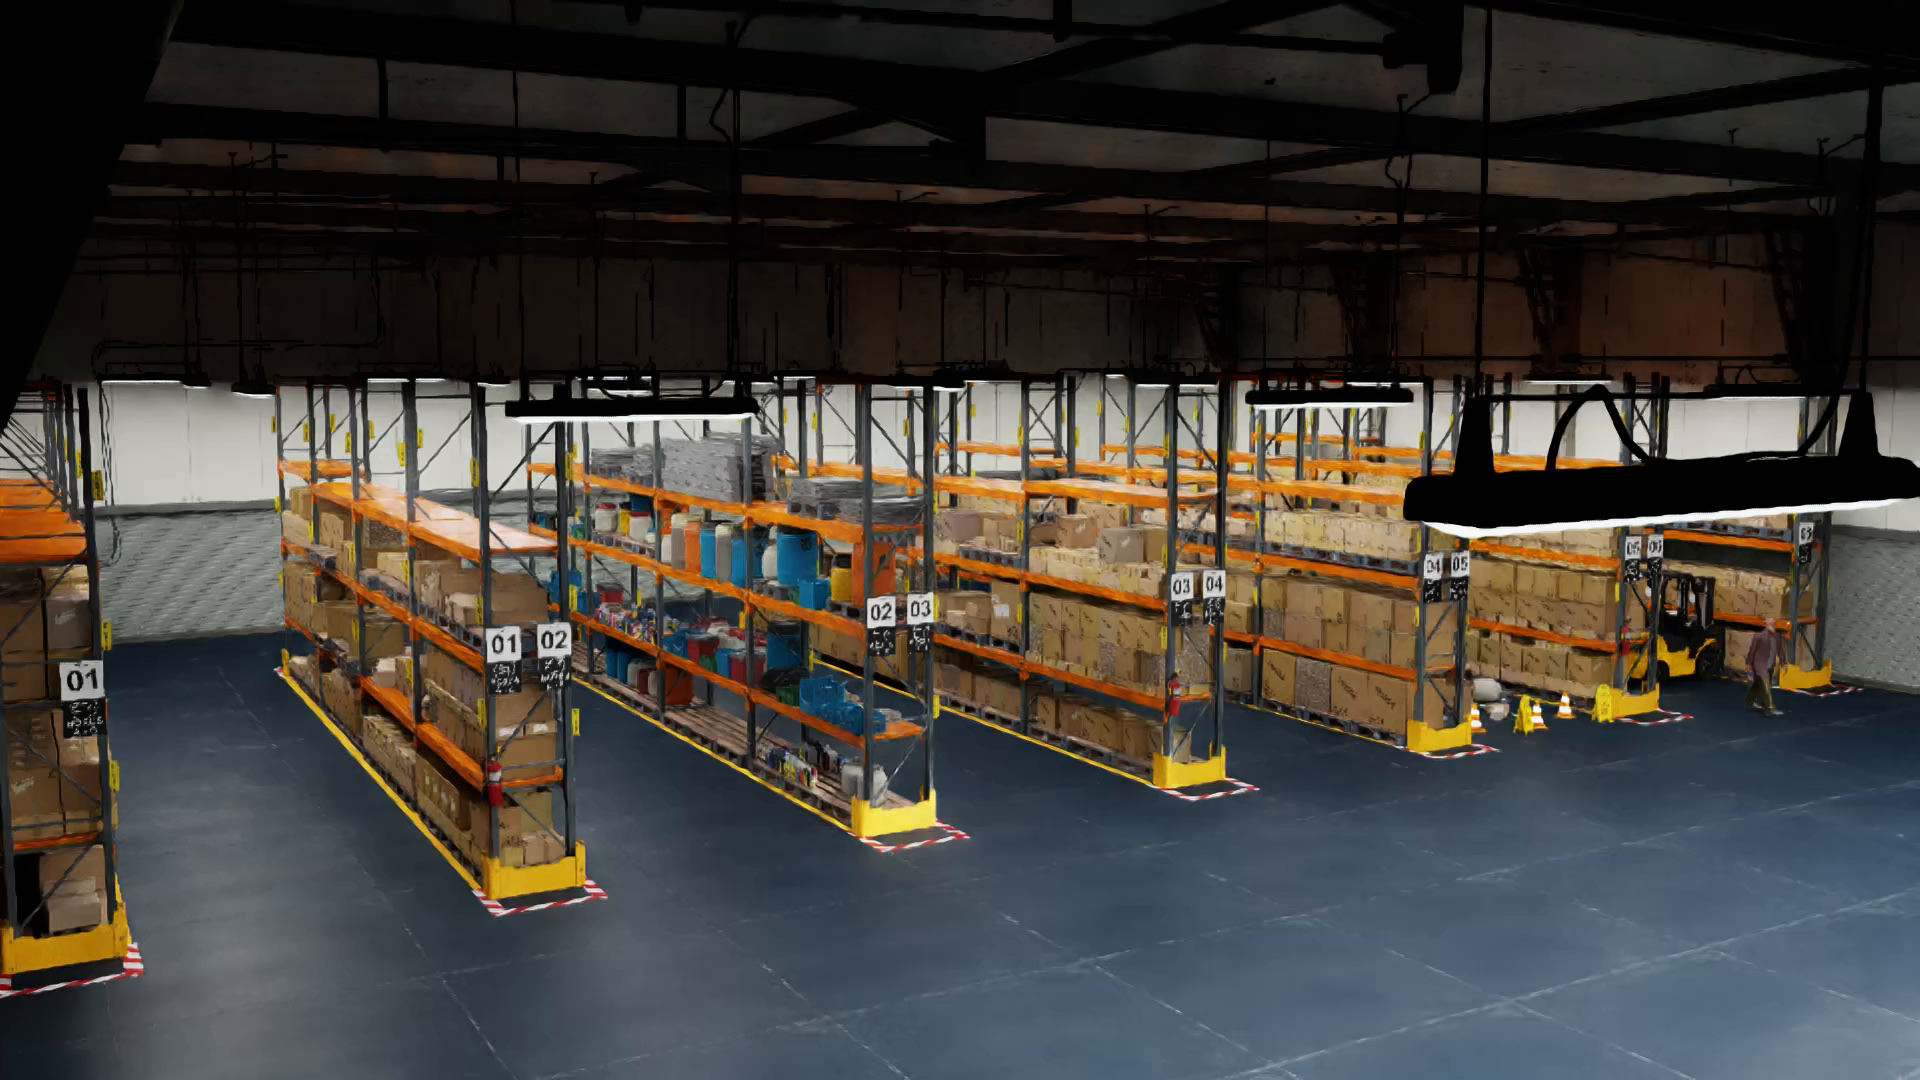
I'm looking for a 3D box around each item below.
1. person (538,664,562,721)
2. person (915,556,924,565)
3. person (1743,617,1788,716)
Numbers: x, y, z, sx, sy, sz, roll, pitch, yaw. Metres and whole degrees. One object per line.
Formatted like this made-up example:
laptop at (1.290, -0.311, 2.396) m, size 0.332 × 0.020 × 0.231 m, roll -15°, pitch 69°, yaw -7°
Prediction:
person at (-7.185, 2.379, 29.130) m, size 0.417 × 1.517 × 1.036 m, roll -3°, pitch 7°, yaw -27°
person at (-0.937, 0.507, 45.370) m, size 0.587 × 1.743 × 0.586 m, roll 1°, pitch 6°, yaw 7°
person at (14.371, 2.225, 29.600) m, size 0.575 × 1.714 × 1.101 m, roll -2°, pitch 7°, yaw -20°
